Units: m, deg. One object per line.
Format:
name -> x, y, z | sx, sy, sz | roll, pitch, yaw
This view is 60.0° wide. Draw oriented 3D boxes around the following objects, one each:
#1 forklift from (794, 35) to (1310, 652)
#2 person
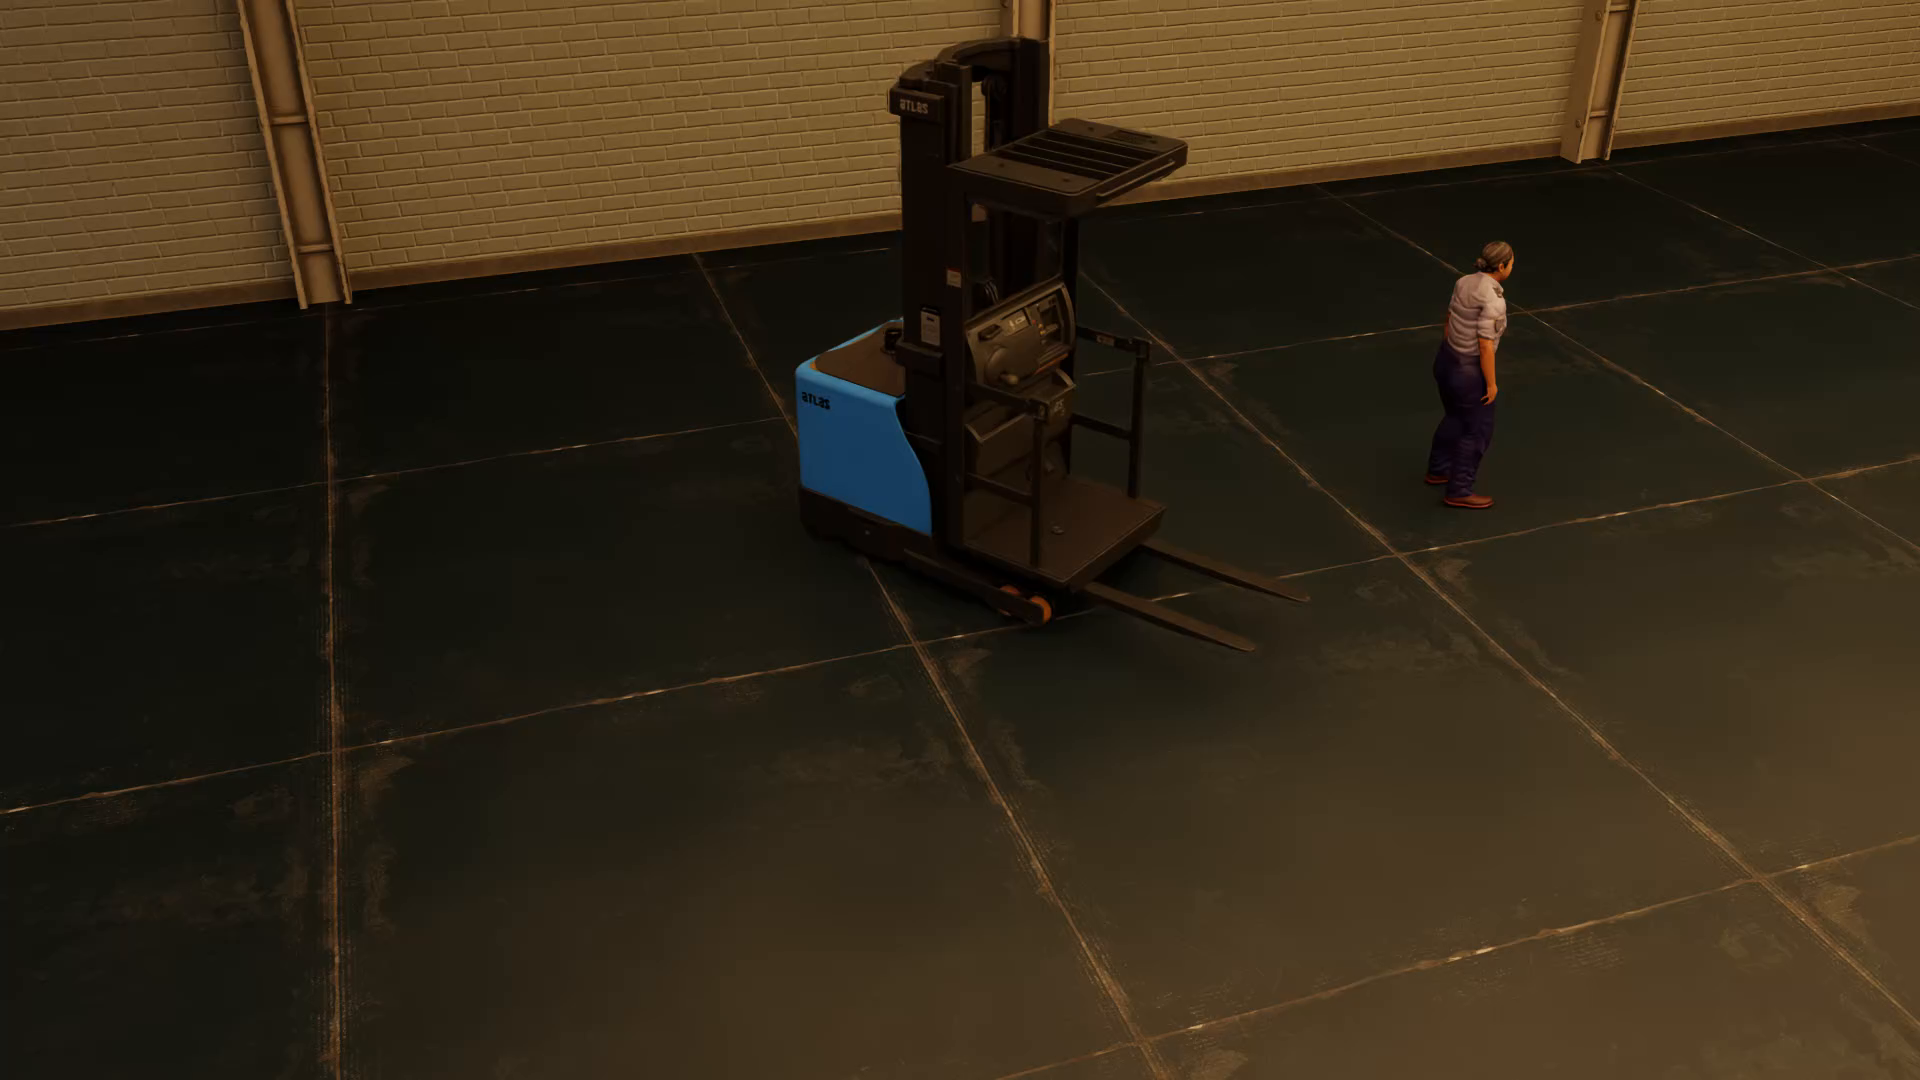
forklift -> 0.501, -1.092, 8.984 | 3.031, 2.935, 1.130 | 21, 36, 32
person -> 3.117, -1.023, 10.155 | 0.376, 1.653, 0.533 | -6, 30, -10
